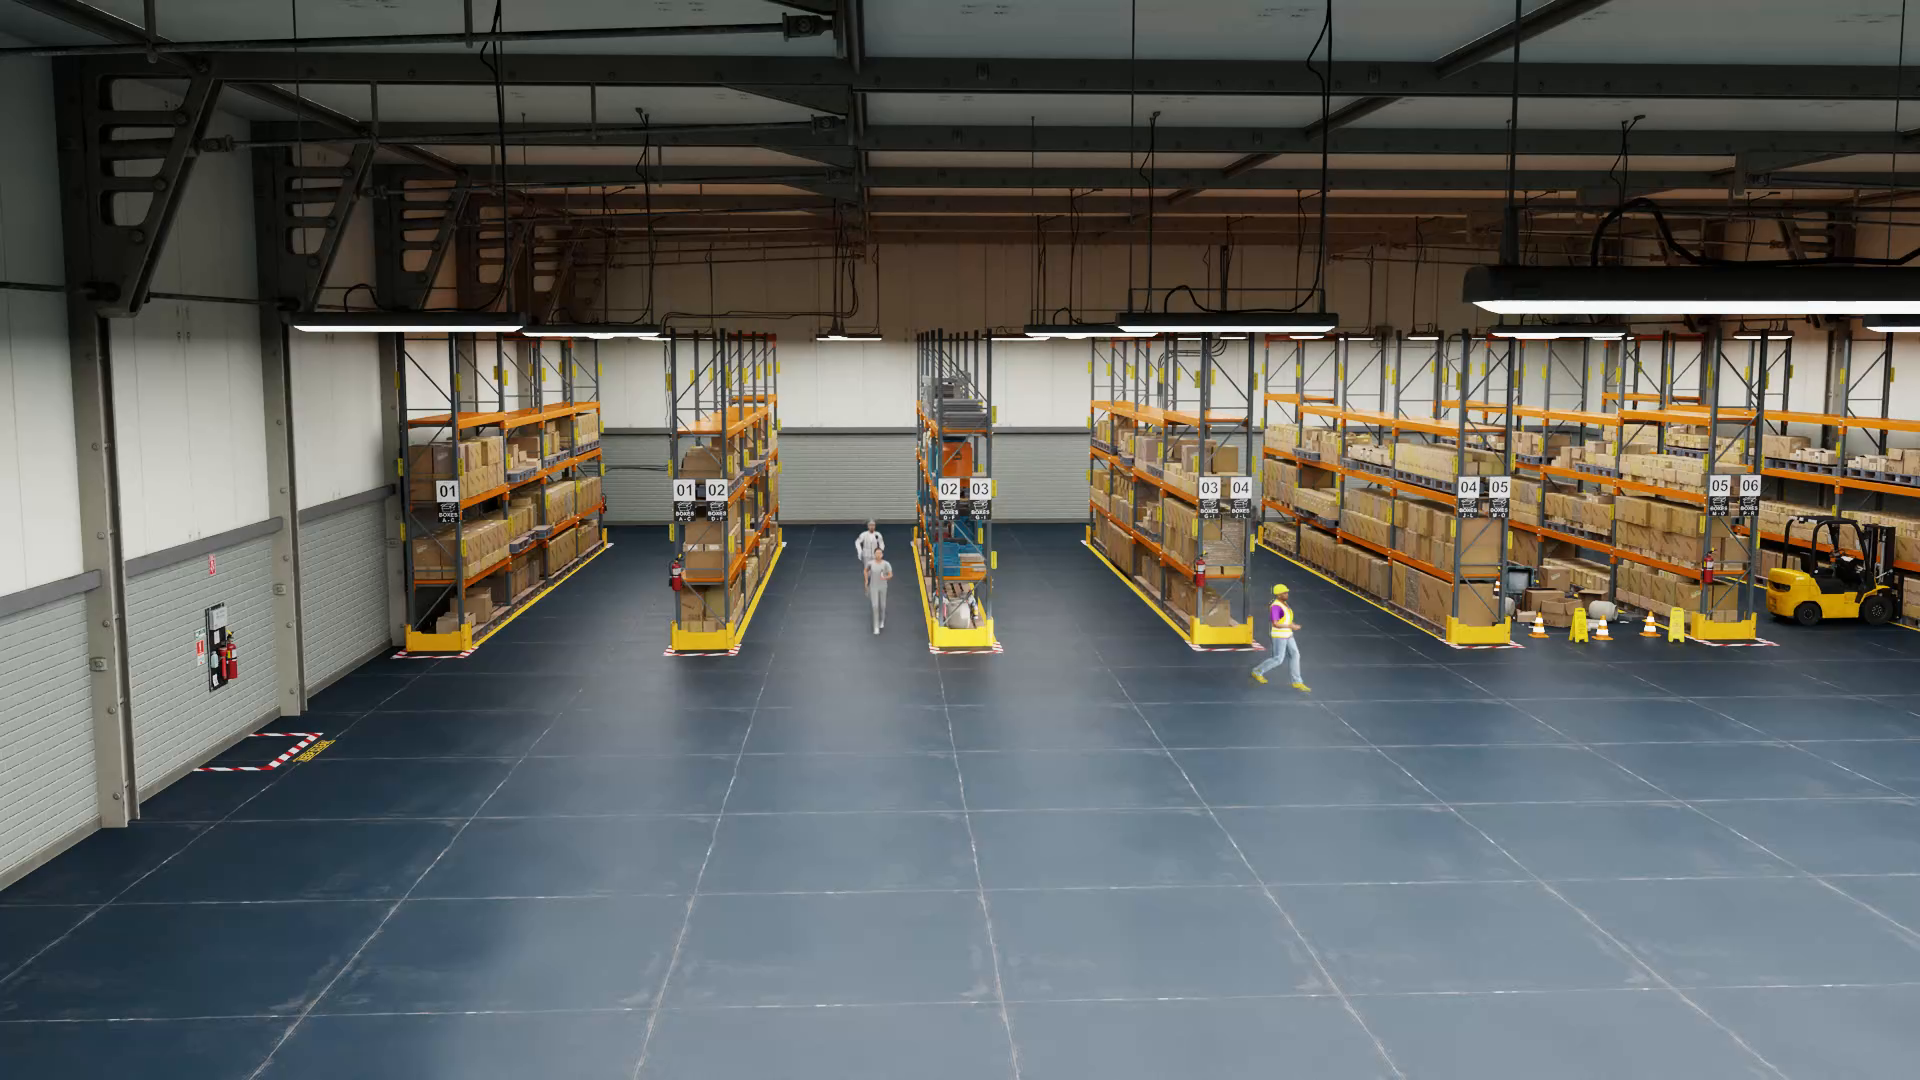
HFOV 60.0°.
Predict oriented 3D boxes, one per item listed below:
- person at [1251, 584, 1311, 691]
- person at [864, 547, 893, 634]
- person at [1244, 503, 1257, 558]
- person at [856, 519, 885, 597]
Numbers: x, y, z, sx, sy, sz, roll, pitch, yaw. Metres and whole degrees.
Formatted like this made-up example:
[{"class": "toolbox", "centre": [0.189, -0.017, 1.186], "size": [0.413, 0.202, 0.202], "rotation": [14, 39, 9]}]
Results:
[{"class": "person", "centre": [5.339, 1.608, 27.569], "size": [0.979, 1.765, 0.711], "rotation": [4, 8, 28]}, {"class": "person", "centre": [-1.621, 0.975, 33.087], "size": [0.564, 1.675, 0.894], "rotation": [-1, 7, -4]}, {"class": "person", "centre": [7.677, -0.376, 44.525], "size": [0.693, 1.729, 0.669], "rotation": [-1, 7, -5]}, {"class": "person", "centre": [-1.909, 0.391, 35.767], "size": [0.593, 1.702, 0.612], "rotation": [-1, 7, -12]}]
